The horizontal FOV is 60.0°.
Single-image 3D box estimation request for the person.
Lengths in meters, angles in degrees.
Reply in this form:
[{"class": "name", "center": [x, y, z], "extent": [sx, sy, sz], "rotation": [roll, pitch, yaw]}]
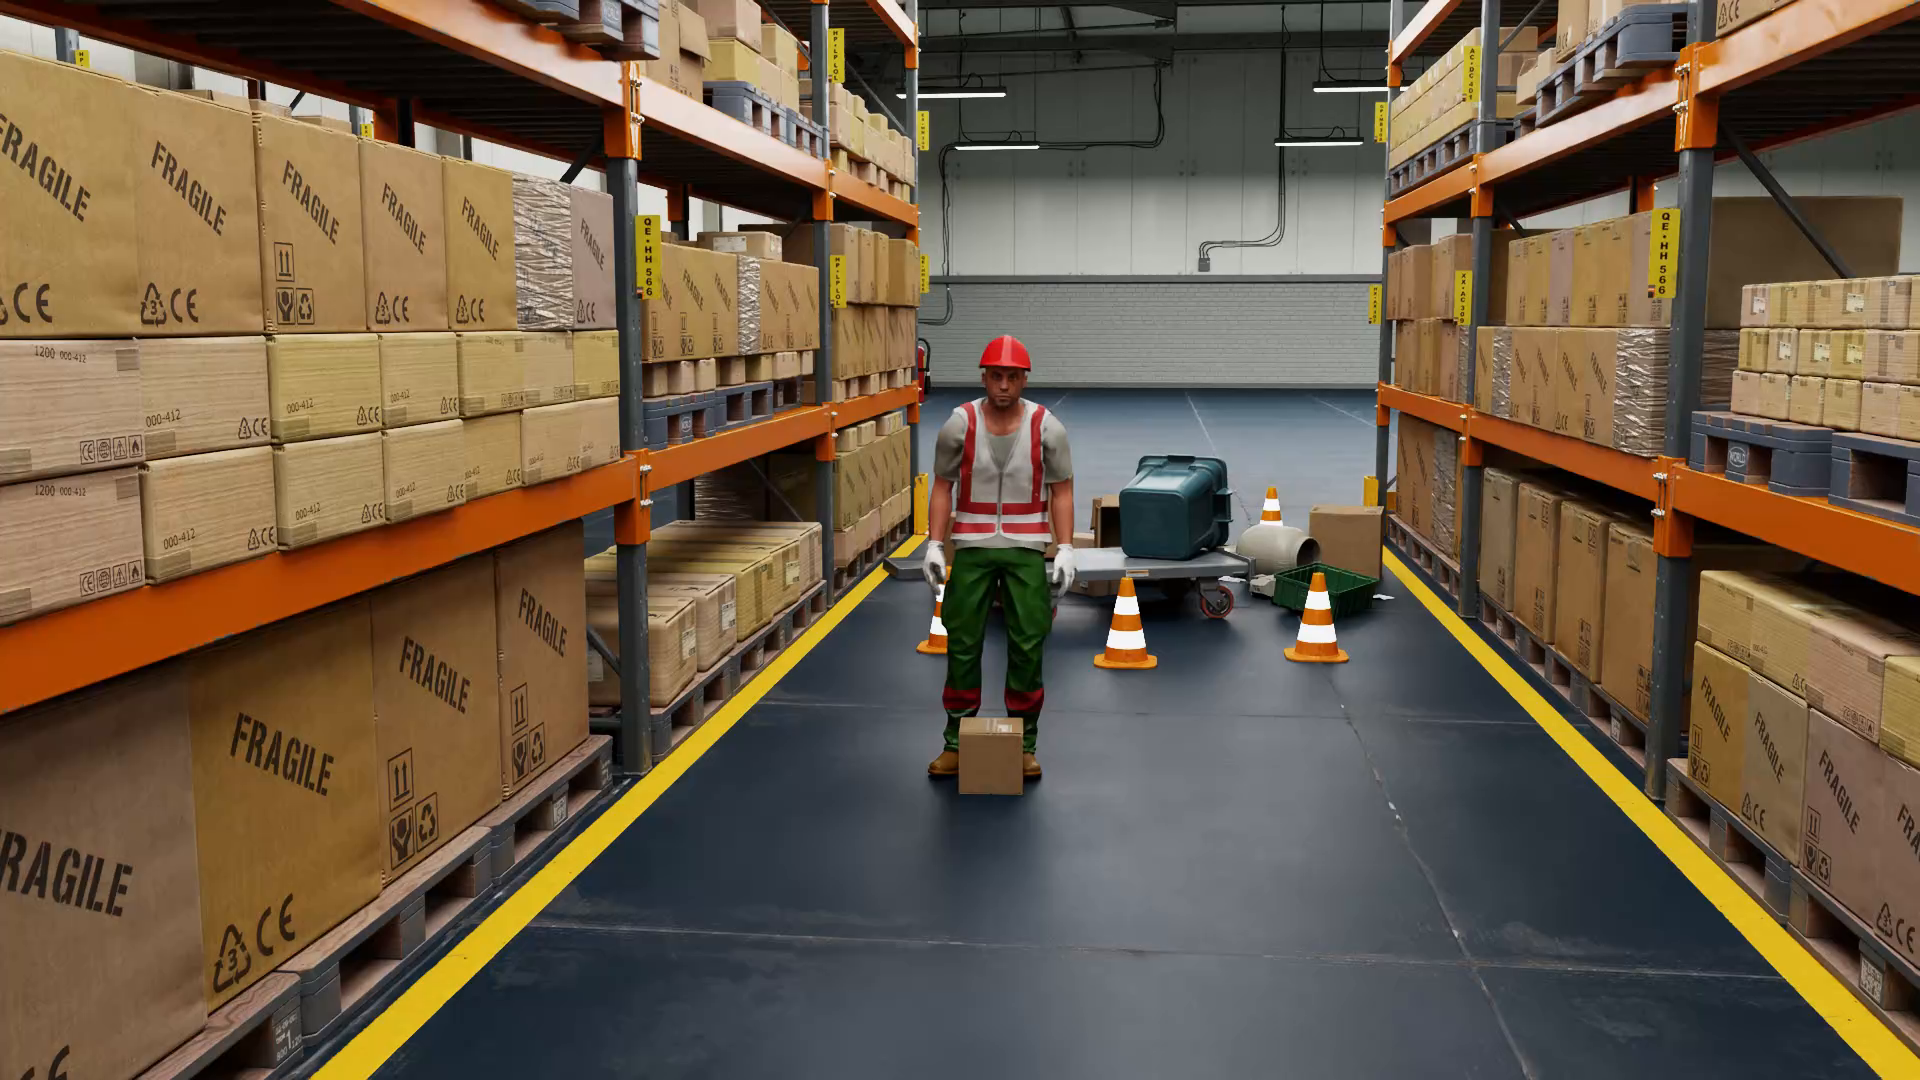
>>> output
[{"class": "person", "center": [0.162, 0.068, 6.708], "extent": [0.623, 1.780, 0.447], "rotation": [1, 8, 4]}]
